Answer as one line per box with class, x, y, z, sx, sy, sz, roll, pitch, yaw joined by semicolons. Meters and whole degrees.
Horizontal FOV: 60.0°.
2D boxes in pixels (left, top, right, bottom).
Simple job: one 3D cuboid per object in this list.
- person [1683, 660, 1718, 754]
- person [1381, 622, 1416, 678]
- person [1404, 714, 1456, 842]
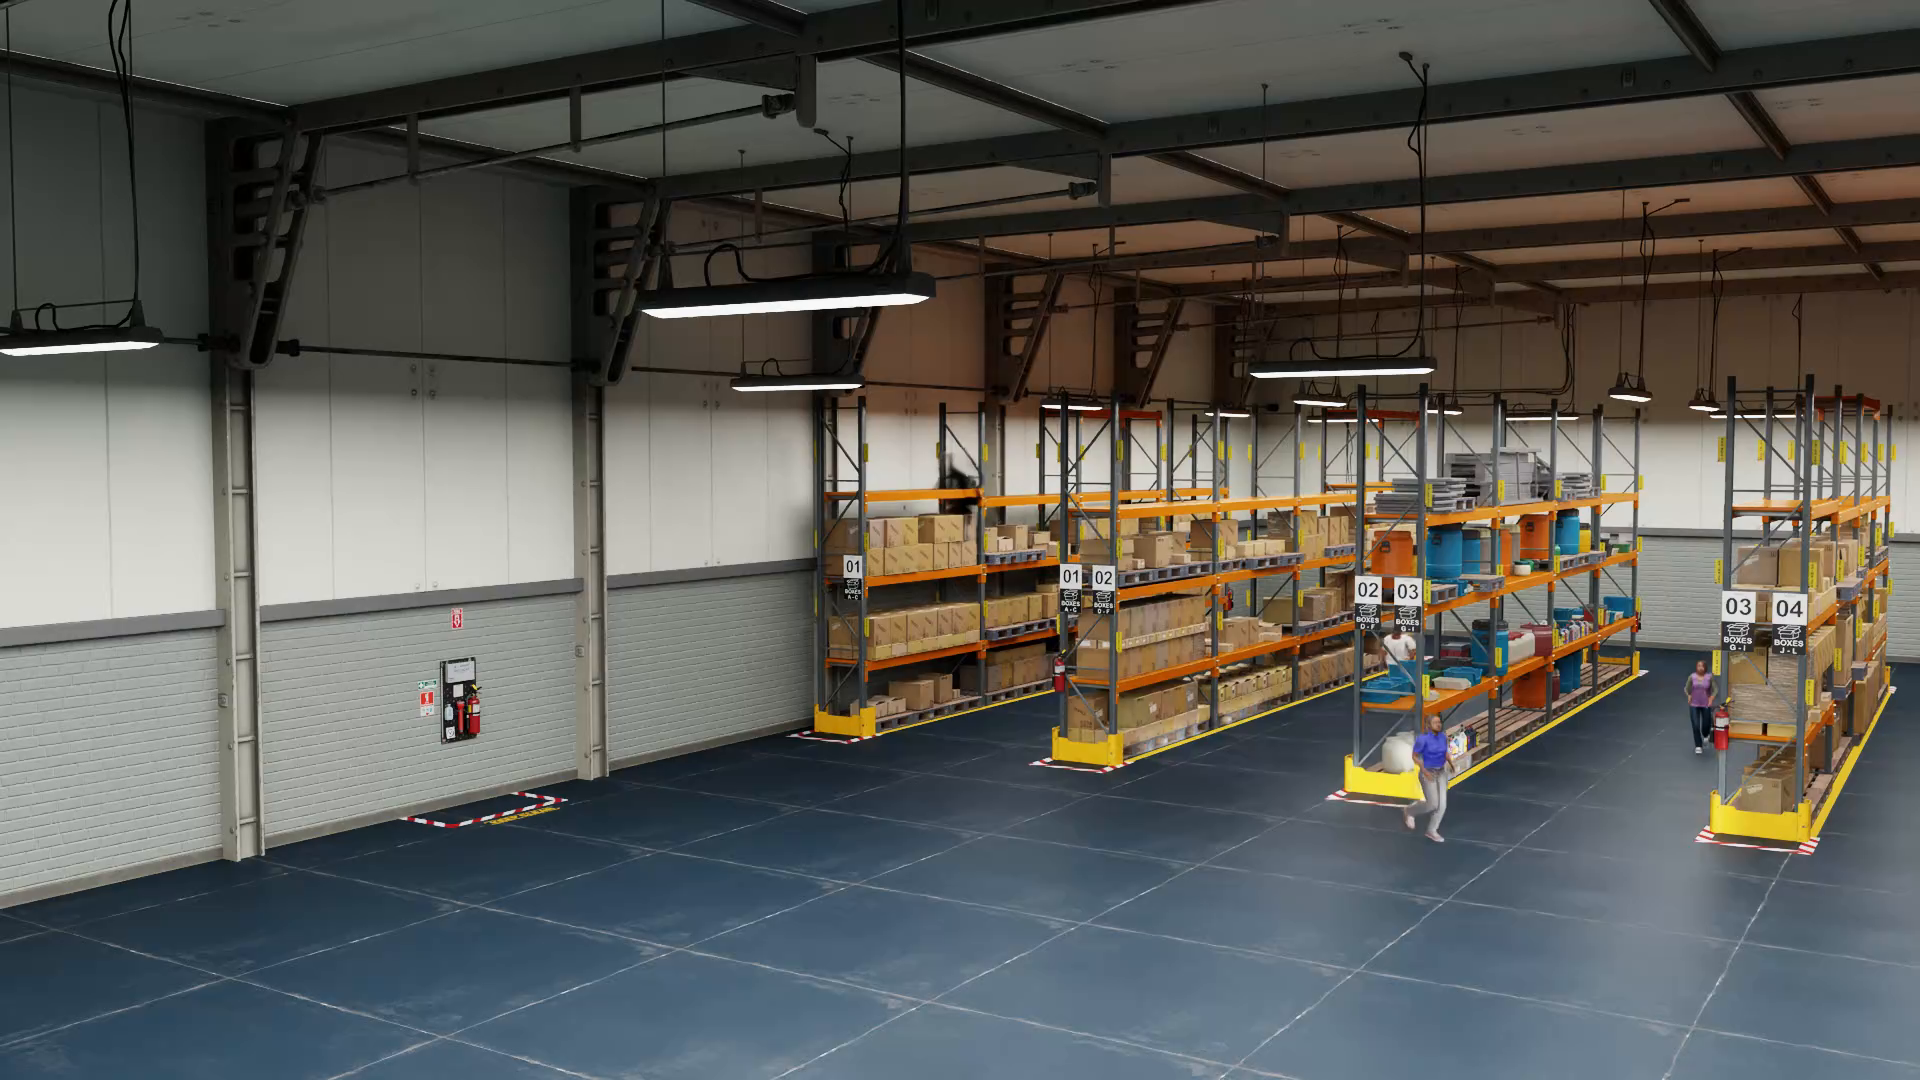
person;12.318;2.772;27.677;0.532;1.550;0.559;2;3;27
person;8.493;2.435;32.356;0.674;1.721;0.549;2;3;30
person;6.127;3.069;21.617;0.576;1.631;0.609;-1;3;-25
